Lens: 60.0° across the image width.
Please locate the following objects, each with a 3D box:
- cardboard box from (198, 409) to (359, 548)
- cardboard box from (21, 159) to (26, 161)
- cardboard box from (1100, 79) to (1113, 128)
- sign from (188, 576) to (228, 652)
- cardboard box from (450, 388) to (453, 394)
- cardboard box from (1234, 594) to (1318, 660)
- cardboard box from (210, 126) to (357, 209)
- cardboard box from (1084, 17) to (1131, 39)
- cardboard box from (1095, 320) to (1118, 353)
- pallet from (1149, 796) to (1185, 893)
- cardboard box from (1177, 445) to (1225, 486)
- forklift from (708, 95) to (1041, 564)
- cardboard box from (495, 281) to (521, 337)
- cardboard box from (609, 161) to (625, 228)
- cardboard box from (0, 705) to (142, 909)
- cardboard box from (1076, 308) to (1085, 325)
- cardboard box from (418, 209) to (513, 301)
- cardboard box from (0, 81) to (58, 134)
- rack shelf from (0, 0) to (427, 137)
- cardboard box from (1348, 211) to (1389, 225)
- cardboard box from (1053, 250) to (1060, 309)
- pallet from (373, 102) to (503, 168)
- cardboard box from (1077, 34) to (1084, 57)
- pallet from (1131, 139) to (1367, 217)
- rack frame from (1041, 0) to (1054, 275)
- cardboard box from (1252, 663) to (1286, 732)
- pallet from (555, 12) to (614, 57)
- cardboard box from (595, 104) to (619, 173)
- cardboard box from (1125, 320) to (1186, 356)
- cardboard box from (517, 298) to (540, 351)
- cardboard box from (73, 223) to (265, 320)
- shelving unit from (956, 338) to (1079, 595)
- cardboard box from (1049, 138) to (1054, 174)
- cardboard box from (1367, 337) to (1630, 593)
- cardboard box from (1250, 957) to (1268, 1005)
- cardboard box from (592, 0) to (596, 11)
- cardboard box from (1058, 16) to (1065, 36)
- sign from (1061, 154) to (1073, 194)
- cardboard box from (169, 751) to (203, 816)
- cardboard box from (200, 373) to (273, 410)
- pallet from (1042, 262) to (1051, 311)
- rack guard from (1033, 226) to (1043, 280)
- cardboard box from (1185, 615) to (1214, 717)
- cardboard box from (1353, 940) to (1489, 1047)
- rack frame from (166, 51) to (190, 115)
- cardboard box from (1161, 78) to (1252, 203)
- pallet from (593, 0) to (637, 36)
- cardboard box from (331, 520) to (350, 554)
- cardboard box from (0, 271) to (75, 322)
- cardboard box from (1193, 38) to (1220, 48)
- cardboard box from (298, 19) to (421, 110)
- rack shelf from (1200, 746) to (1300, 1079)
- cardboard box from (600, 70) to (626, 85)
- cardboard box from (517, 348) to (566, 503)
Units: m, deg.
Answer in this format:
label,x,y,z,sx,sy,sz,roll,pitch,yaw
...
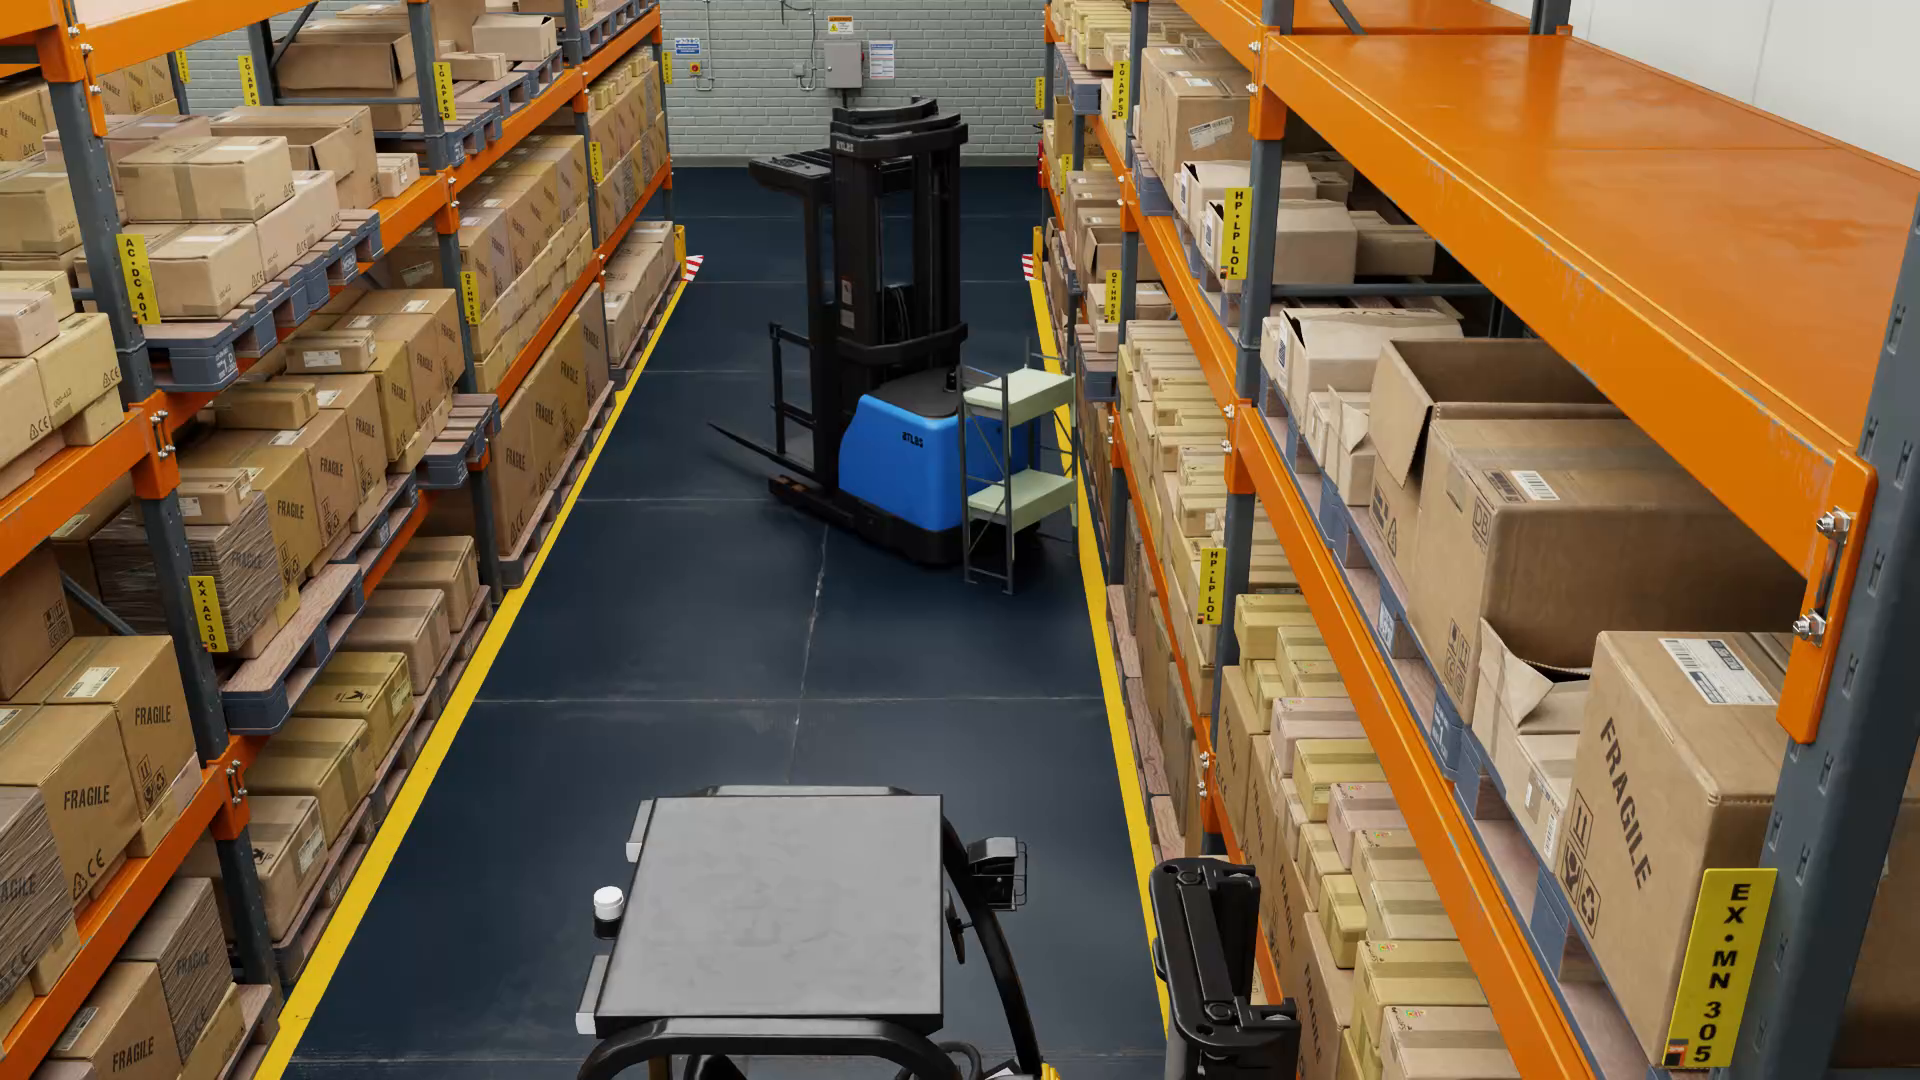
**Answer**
label,x,y,z,sx,sy,sz,roll,pitch,yaw
cardboard box,-3.165,-0.289,7.757,0.500,0.500,0.500,0,24,-1
cardboard box,-8.238,-2.931,14.108,0.500,0.500,0.500,-1,24,-2
cardboard box,1.211,-2.906,11.078,0.500,0.250,0.500,0,24,-1
sign,-2.906,0.288,6.423,0.100,0.325,0.005,0,24,-1
cardboard box,-3.254,-0.903,9.902,0.380,0.149,0.250,1,24,1
cardboard box,1.221,0.320,6.133,0.380,0.149,0.250,0,24,1
cardboard box,-3.447,-1.746,8.204,0.797,0.503,0.637,0,24,-1
cardboard box,1.075,-3.601,11.746,0.380,0.149,0.250,0,24,0
cardboard box,1.080,-1.330,10.846,0.380,0.149,0.250,0,24,0
pallet,1.468,1.631,7.887,1.003,0.211,1.213,0,24,-1
cardboard box,1.245,-0.343,7.960,0.380,0.149,0.250,0,24,0
forklift,-0.774,-1.700,11.951,1.130,2.935,3.031,-20,31,-37
cardboard box,-3.256,-1.543,11.096,0.500,0.250,0.500,0,24,1
cardboard box,-3.281,-3.056,14.746,0.500,0.500,0.500,0,24,0
cardboard box,-3.183,0.901,5.636,0.500,0.500,0.500,1,24,1
cardboard box,1.165,-1.831,13.896,0.380,0.149,0.250,1,24,2
cardboard box,-3.268,-1.870,10.910,0.500,0.500,0.500,0,24,0
cardboard box,-8.241,-3.790,14.794,0.500,0.500,0.500,0,24,0
rack shelf,-3.471,-2.360,7.406,1.077,0.370,4.000,0,24,-1
cardboard box,1.579,-1.279,6.971,0.380,0.149,0.250,0,24,-1
cardboard box,1.172,-2.510,16.183,0.500,0.500,0.500,0,24,0
pallet,-3.552,-2.506,10.240,1.213,0.211,1.003,1,24,2
cardboard box,1.046,-3.576,12.050,0.380,0.149,0.250,-1,24,-1
pallet,1.568,-1.986,9.089,1.213,0.211,1.003,1,24,2
rack frame,1.384,-4.281,17.575,1.000,3.000,0.127,0,24,-1
cardboard box,1.259,0.562,5.958,0.380,0.149,0.250,0,24,1
pallet,-3.534,-4.272,14.023,1.003,0.211,1.213,0,24,-1
cardboard box,-3.298,-3.515,14.548,0.500,0.500,0.500,-1,24,-1
cardboard box,1.180,-1.193,9.838,0.380,0.149,0.250,0,24,1
cardboard box,-3.269,-1.522,11.658,0.500,0.250,0.500,1,24,1
cardboard box,-3.054,-1.044,6.452,0.500,0.250,0.500,-1,24,-2
shelving unit,0.395,-0.493,10.993,0.431,1.500,0.755,15,28,37
cardboard box,1.134,-3.743,16.207,0.500,0.250,0.500,-1,24,-2
cardboard box,1.430,-0.183,4.119,0.797,0.503,0.637,1,24,1
cardboard box,1.202,1.681,6.006,0.500,0.250,0.500,0,24,0
cardboard box,-3.583,-4.815,14.360,0.797,0.503,0.637,2,24,4
cardboard box,1.082,-4.666,15.091,0.380,0.149,0.250,0,24,1
sign,0.885,-3.021,13.740,0.100,0.325,0.005,0,24,-1
cardboard box,-3.140,0.933,6.351,0.380,0.149,0.250,-1,24,-1
cardboard box,-3.696,-0.507,8.238,0.500,0.500,0.500,-1,24,-3
pallet,1.394,-2.650,17.354,1.003,0.211,1.213,0,24,-1
rack guard,1.384,-3.110,18.021,1.175,0.500,0.348,0,24,-1
cardboard box,1.248,0.526,7.129,0.500,0.250,0.500,0,24,1
cardboard box,1.229,1.164,4.268,0.380,0.149,0.250,0,24,0
rack frame,-8.528,-4.193,17.381,1.000,3.000,0.127,0,24,-1
cardboard box,1.246,-1.914,7.950,0.500,0.500,0.500,0,24,1
pallet,-3.545,-4.774,15.132,1.003,0.211,1.213,0,24,-1
cardboard box,-3.174,-0.046,8.006,0.380,0.149,0.250,0,24,0
cardboard box,-3.227,-0.798,5.572,0.380,0.149,0.250,0,24,1
cardboard box,1.723,-3.173,10.822,0.380,0.149,0.250,0,24,-1
cardboard box,-3.693,-2.971,10.408,0.700,0.500,0.500,-1,24,-3
rack shelf,1.536,1.816,4.968,1.077,0.370,4.000,0,24,-1
cardboard box,-3.323,-4.273,15.435,0.380,0.149,0.250,1,24,1
cardboard box,-3.422,-0.836,12.027,0.875,0.875,0.875,0,24,0
